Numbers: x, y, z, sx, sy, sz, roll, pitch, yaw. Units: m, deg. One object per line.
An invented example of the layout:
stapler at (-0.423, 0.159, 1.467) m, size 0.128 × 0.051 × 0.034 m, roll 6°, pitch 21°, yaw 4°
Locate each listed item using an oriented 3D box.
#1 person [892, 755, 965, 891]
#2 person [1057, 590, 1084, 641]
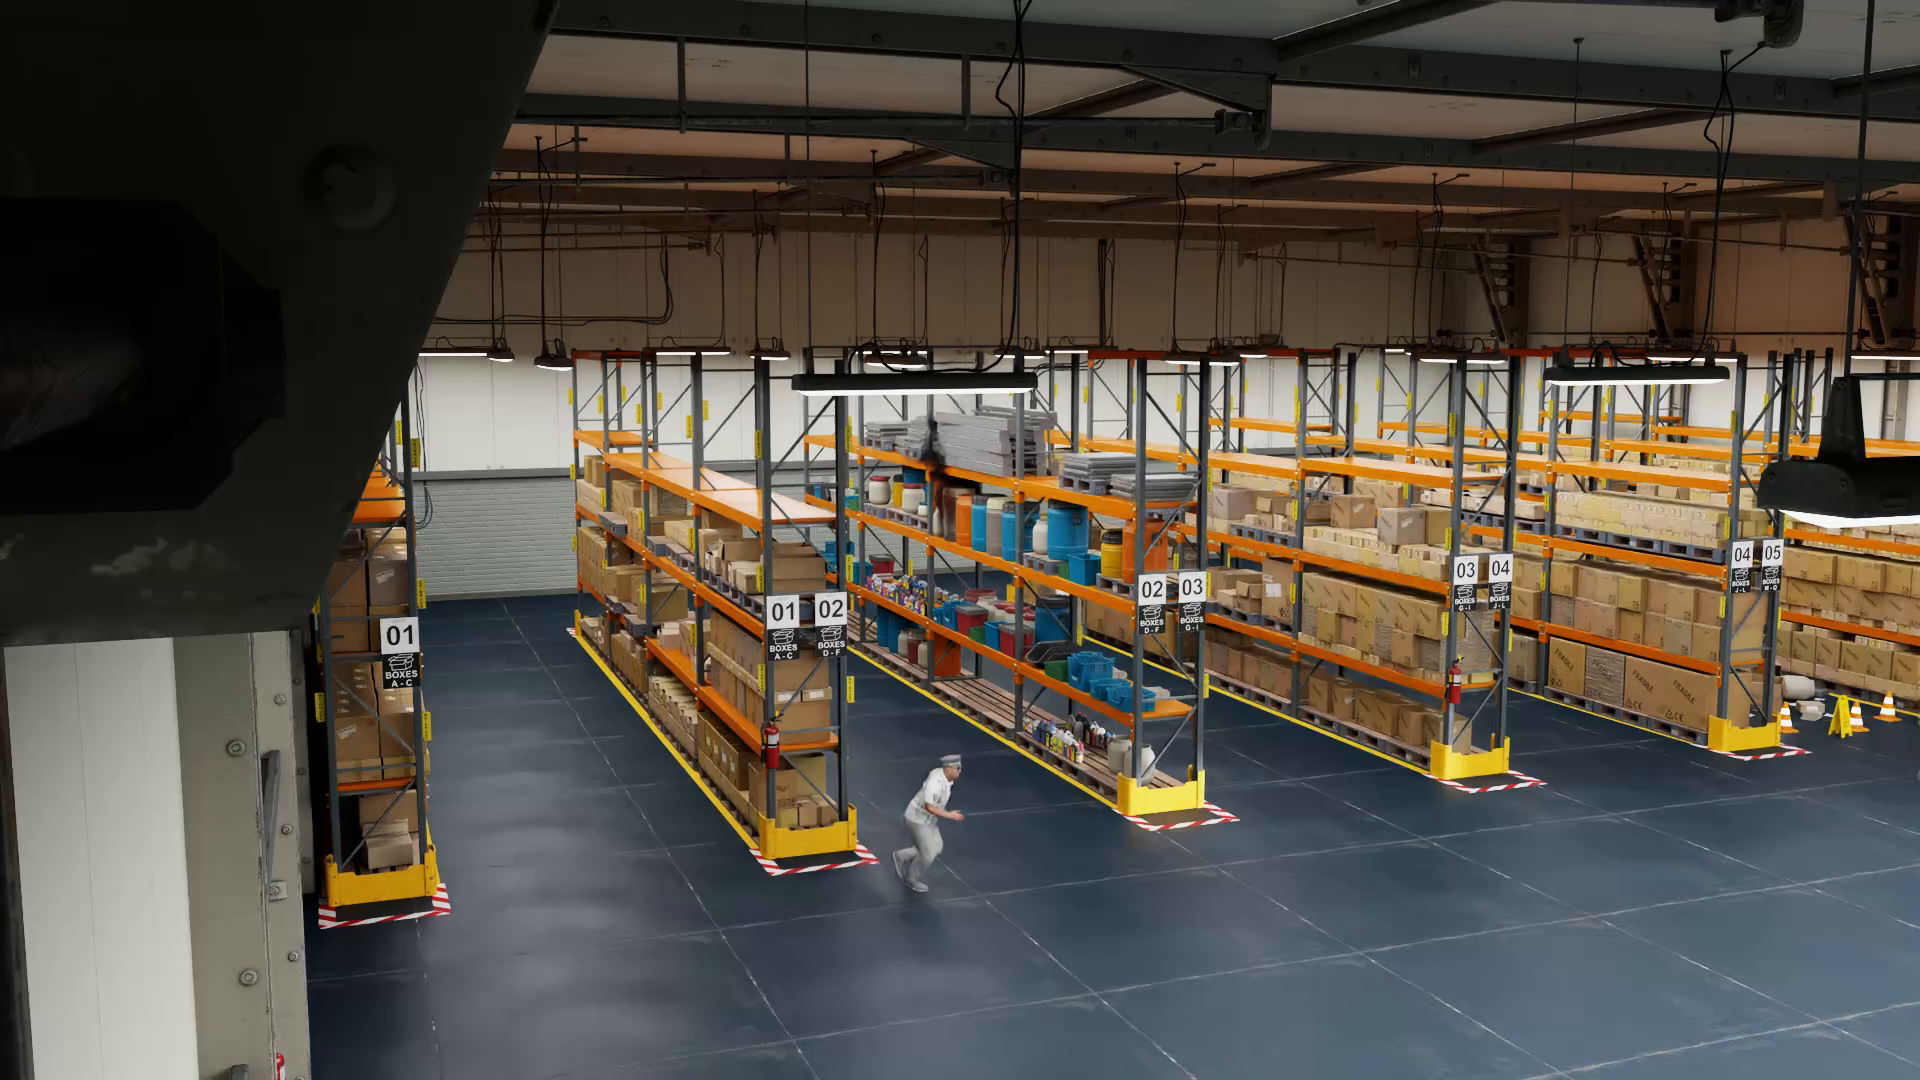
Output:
person at (-0.328, 3.211, 18.971) m, size 0.834 × 1.599 × 0.675 m, roll 2°, pitch 7°, yaw 13°
person at (2.039, 1.455, 30.574) m, size 0.604 × 1.699 × 0.580 m, roll -3°, pitch 8°, yaw -26°
